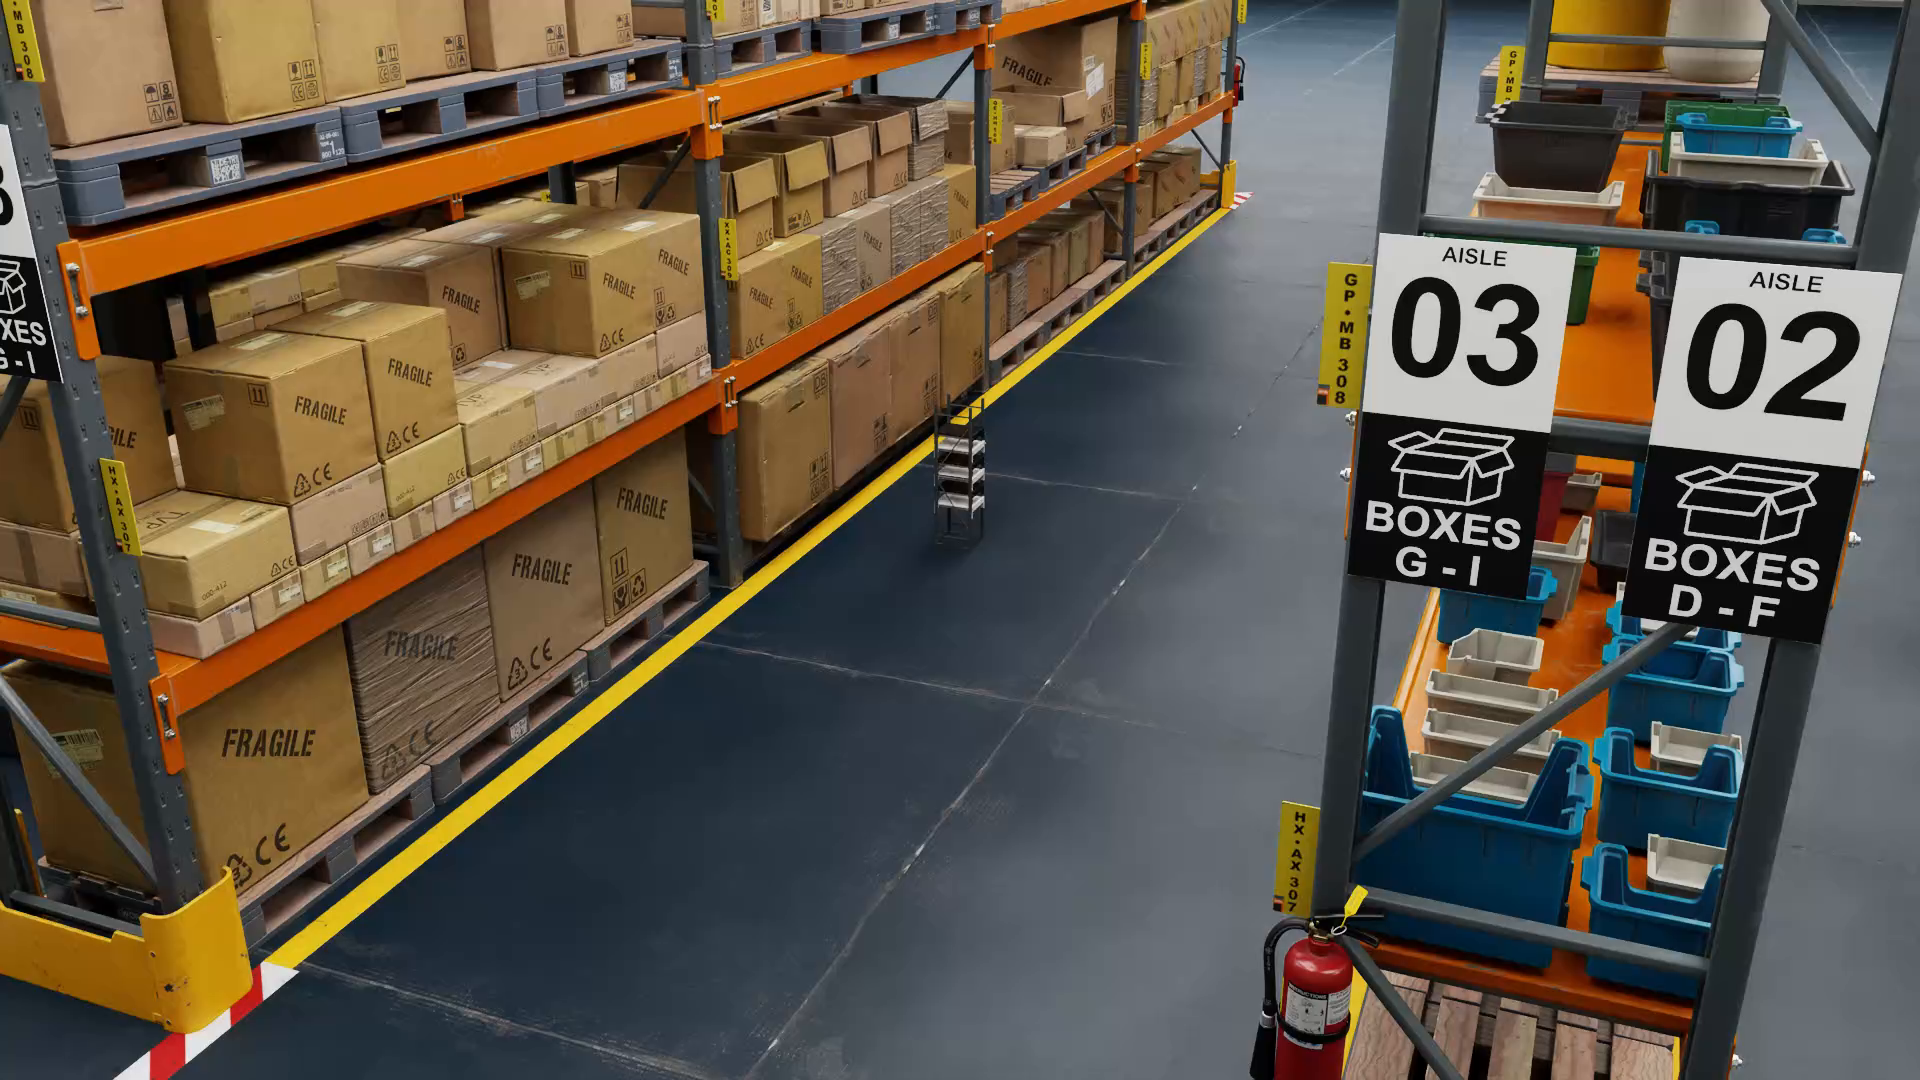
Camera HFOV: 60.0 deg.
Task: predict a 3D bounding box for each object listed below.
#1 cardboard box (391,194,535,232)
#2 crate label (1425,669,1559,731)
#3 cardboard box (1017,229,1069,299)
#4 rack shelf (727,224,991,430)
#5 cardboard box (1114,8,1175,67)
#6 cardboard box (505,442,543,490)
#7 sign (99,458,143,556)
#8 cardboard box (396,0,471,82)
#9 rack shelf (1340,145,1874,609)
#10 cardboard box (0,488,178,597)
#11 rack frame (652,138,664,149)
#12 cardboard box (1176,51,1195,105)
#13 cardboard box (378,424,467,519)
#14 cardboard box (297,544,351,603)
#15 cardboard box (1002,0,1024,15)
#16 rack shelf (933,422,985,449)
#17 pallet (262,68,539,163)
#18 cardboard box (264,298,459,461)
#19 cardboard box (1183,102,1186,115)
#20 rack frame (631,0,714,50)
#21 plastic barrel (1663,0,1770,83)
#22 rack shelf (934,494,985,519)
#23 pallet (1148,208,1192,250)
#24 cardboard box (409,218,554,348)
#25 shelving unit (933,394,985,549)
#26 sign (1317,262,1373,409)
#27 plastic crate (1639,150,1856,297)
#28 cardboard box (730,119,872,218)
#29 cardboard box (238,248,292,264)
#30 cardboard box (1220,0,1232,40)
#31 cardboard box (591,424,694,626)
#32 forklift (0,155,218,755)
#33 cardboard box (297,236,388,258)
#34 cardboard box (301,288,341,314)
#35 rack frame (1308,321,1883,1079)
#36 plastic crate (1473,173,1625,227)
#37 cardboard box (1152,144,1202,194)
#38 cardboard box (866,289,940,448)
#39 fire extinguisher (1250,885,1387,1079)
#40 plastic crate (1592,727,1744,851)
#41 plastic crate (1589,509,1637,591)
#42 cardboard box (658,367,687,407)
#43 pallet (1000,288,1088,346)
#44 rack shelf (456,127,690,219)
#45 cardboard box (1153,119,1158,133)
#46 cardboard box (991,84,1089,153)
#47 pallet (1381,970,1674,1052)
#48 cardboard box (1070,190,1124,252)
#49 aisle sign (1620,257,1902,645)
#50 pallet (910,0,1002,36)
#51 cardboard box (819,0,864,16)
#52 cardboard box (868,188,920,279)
[{"bbox_3d":[-4.515,-2.720,15.244,1.050,0.750,0.750,8,24,19],"label":"cardboard box"},{"bbox_3d":[1.706,0.530,5.353,0.396,0.136,0.243,9,24,20],"label":"crate label"},{"bbox_3d":[0.578,-2.509,15.037,0.700,0.500,0.500,7,24,15],"label":"cardboard box"},{"bbox_3d":[-1.000,-1.565,11.039,1.077,0.370,4.000,9,24,20],"label":"rack shelf"},{"bbox_3d":[1.816,-4.993,16.499,0.500,0.500,0.500,9,24,20],"label":"cardboard box"},{"bbox_3d":[-2.125,-0.359,7.543,0.380,0.149,0.250,9,24,21],"label":"cardboard box"},{"bbox_3d":[-2.716,-0.105,5.382,0.100,0.325,0.005,9,24,20],"label":"sign"},{"bbox_3d":[-2.508,-2.204,6.940,0.700,0.500,0.500,10,25,22],"label":"cardboard box"},{"bbox_3d":[2.113,-0.809,5.336,1.077,0.370,4.000,9,24,20],"label":"rack shelf"},{"bbox_3d":[-3.295,-0.030,6.238,0.500,0.250,0.500,8,24,19],"label":"cardboard box"},{"bbox_3d":[-3.339,-4.791,17.827,1.000,3.000,0.127,9,24,20],"label":"rack frame"},{"bbox_3d":[1.988,-4.920,17.622,0.875,0.500,0.500,9,24,20],"label":"cardboard box"},{"bbox_3d":[-2.423,-0.318,6.927,0.500,0.250,0.500,8,24,18],"label":"cardboard box"},{"bbox_3d":[-2.602,0.102,6.439,0.380,0.149,0.250,8,24,19],"label":"cardboard box"},{"bbox_3d":[0.154,-4.060,12.380,0.500,0.250,0.500,9,24,21],"label":"cardboard box"},{"bbox_3d":[-0.003,-0.631,9.978,0.258,0.077,0.200,9,24,20],"label":"rack shelf"},{"bbox_3d":[-2.511,-1.798,6.887,1.003,0.211,1.213,9,24,20],"label":"pallet"},{"bbox_3d":[-2.427,-0.662,6.780,0.500,0.500,0.500,8,24,19],"label":"cardboard box"},{"bbox_3d":[2.183,-4.597,17.689,0.380,0.149,0.250,9,24,20],"label":"cardboard box"},{"bbox_3d":[-1.743,-3.950,8.031,1.000,3.000,0.127,9,24,20],"label":"rack frame"},{"bbox_3d":[3.284,-2.265,7.169,0.433,0.535,0.433,0,23,0],"label":"plastic barrel"},{"bbox_3d":[-0.003,-0.215,10.152,0.258,0.077,0.200,9,24,20],"label":"rack shelf"},{"bbox_3d":[1.897,-3.441,18.214,1.003,0.211,1.213,9,24,20],"label":"pallet"},{"bbox_3d":[-2.349,-1.286,8.272,0.500,0.500,0.500,9,24,20],"label":"cardboard box"},{"bbox_3d":[-0.003,-0.412,10.070,0.258,0.900,0.210,9,24,20],"label":"shelving unit"},{"bbox_3d":[0.853,-0.450,3.679,0.100,0.325,0.005,9,24,20],"label":"sign"},{"bbox_3d":[2.192,-0.904,4.711,0.504,0.338,0.767,9,24,20],"label":"plastic crate"},{"bbox_3d":[-1.032,-2.389,10.646,0.797,0.503,0.637,10,25,22],"label":"cardboard box"},{"bbox_3d":[-5.690,-2.177,13.295,0.500,0.250,0.500,9,24,20],"label":"cardboard box"},{"bbox_3d":[2.739,-5.888,18.642,0.500,0.500,0.500,9,24,20],"label":"cardboard box"},{"bbox_3d":[-2.063,-0.170,8.977,0.875,0.875,0.875,9,24,20],"label":"cardboard box"},{"bbox_3d":[-4.097,-0.870,8.529,1.130,2.935,3.031,6,23,14],"label":"forklift"},{"bbox_3d":[-5.013,-2.281,13.544,0.500,0.250,0.500,9,24,21],"label":"cardboard box"},{"bbox_3d":[-5.204,-1.750,13.246,0.500,0.500,0.500,8,24,18],"label":"cardboard box"},{"bbox_3d":[1.370,0.959,4.062,1.000,3.000,0.127,9,24,20],"label":"rack frame"},{"bbox_3d":[1.907,-1.078,5.390,0.437,0.136,0.530,9,24,20],"label":"plastic crate"},{"bbox_3d":[2.467,-4.295,19.339,0.500,0.500,0.500,14,26,30],"label":"cardboard box"},{"bbox_3d":[-0.871,-1.264,11.597,1.225,0.875,0.875,9,24,20],"label":"cardboard box"},{"bbox_3d":[0.892,1.156,4.176,0.296,0.674,0.183,9,24,20],"label":"fire extinguisher"},{"bbox_3d":[2.012,0.732,4.746,0.416,0.233,0.300,9,24,20],"label":"plastic crate"},{"bbox_3d":[2.689,0.066,6.480,0.437,0.125,0.590,9,24,20],"label":"plastic crate"},{"bbox_3d":[-1.648,-0.817,8.641,0.380,0.149,0.250,9,24,21],"label":"cardboard box"},{"bbox_3d":[0.489,-2.041,14.862,1.003,0.211,1.213,9,24,20],"label":"pallet"},{"bbox_3d":[-4.082,-3.743,16.252,1.077,0.370,4.000,9,24,20],"label":"rack shelf"},{"bbox_3d":[1.760,-4.143,16.603,0.380,0.149,0.250,9,24,20],"label":"cardboard box"},{"bbox_3d":[0.670,-3.652,14.423,0.797,0.503,0.637,11,25,25],"label":"cardboard box"},{"bbox_3d":[2.167,1.521,6.335,1.003,0.211,1.213,9,24,20],"label":"pallet"},{"bbox_3d":[1.414,-3.222,16.770,0.500,0.500,0.500,8,24,18],"label":"cardboard box"},{"bbox_3d":[1.619,-0.172,3.398,0.394,0.787,0.004,9,24,20],"label":"aisle sign"},{"bbox_3d":[-0.447,-3.672,11.502,1.213,0.211,1.003,10,25,22],"label":"pallet"},{"bbox_3d":[-0.996,-3.504,10.177,0.797,0.503,0.637,8,24,19],"label":"cardboard box"},{"bbox_3d":[-0.591,-2.083,11.216,0.500,0.500,0.500,8,24,18],"label":"cardboard box"}]
